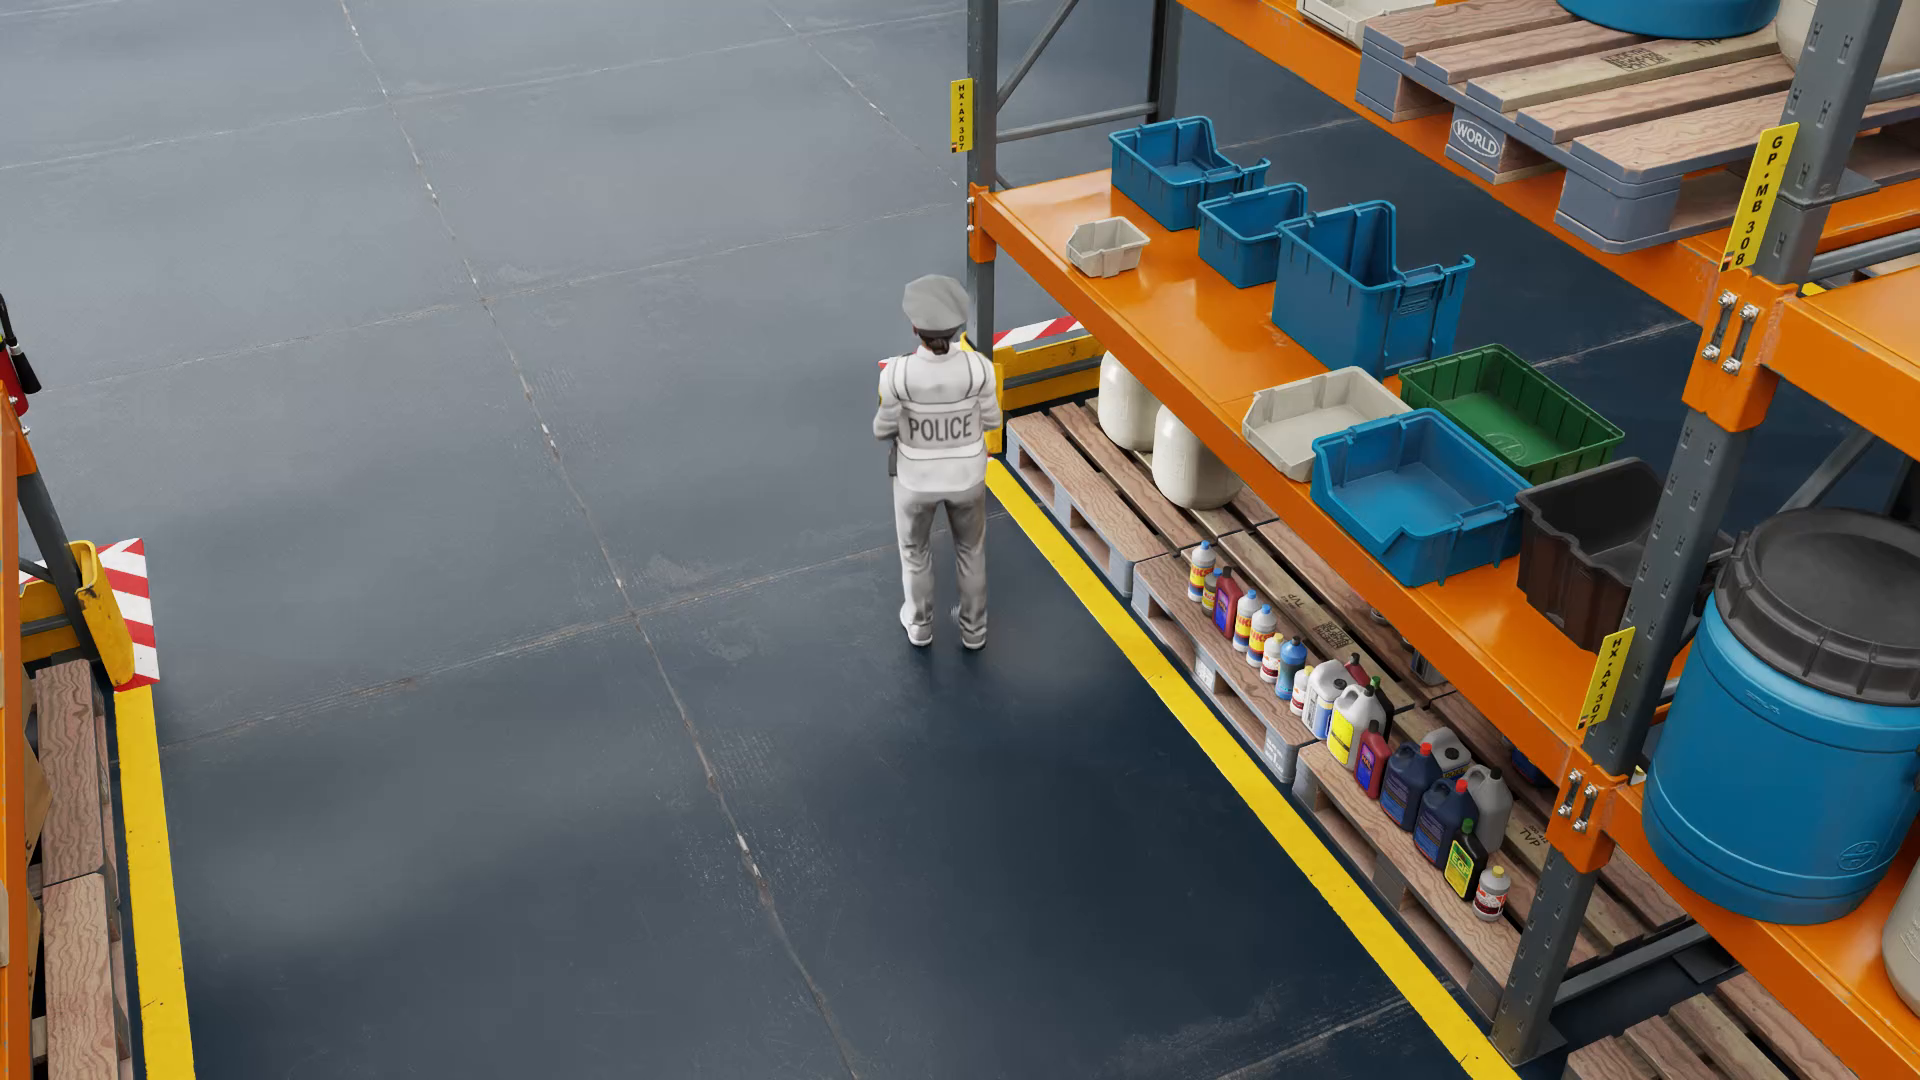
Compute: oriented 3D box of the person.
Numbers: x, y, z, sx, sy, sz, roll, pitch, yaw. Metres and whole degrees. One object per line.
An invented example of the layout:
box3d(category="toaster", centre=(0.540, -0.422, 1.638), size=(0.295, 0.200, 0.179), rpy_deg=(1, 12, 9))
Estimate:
box3d(category="person", centre=(-0.092, -0.298, 6.513), size=(0.489, 1.692, 0.489), rpy_deg=(-4, 38, -5))
